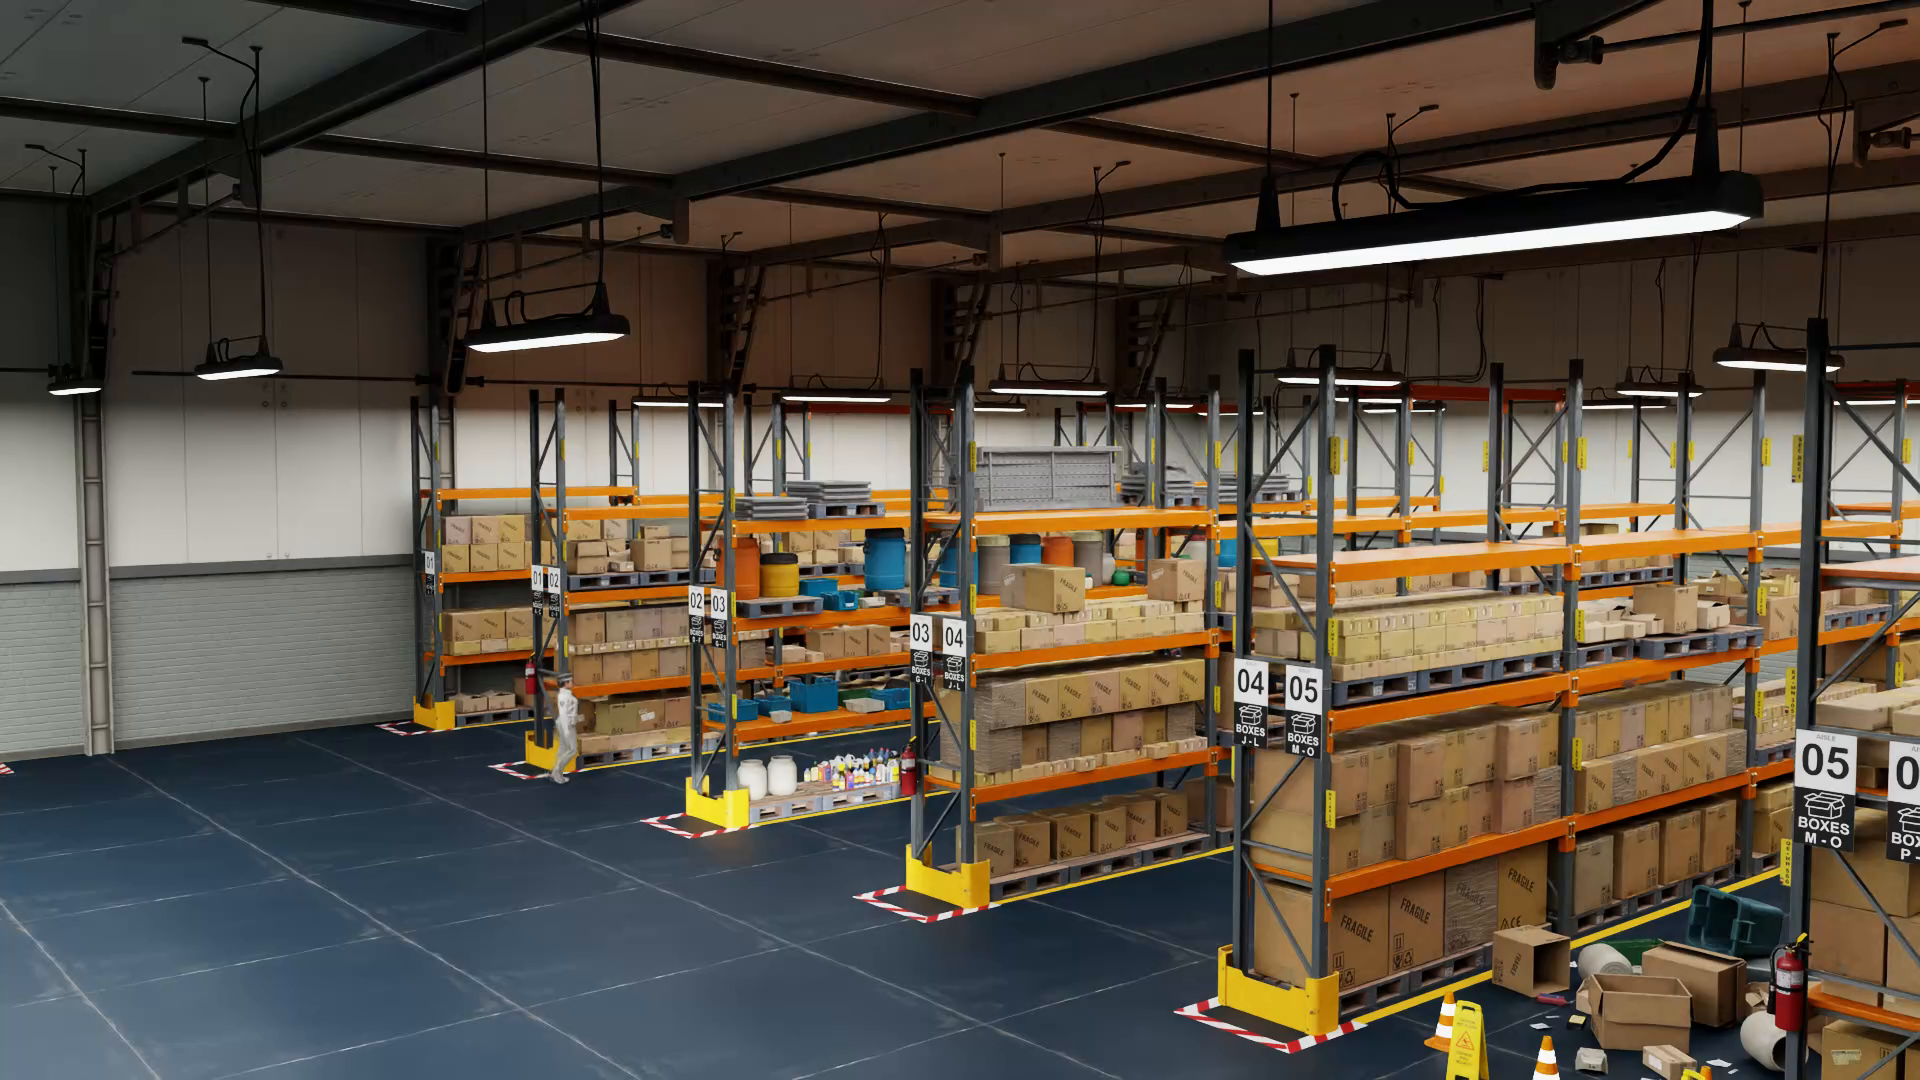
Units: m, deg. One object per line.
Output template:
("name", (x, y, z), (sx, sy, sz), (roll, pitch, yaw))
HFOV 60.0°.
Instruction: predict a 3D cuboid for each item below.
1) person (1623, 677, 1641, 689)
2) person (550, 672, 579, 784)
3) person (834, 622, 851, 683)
("person", (10.492, 2.818, 25.579), (0.709, 1.685, 0.717), (-2, 4, -30))
("person", (-5.993, 2.839, 25.189), (0.442, 1.657, 0.589), (0, 3, -4))
("person", (-2.388, 2.340, 32.967), (0.564, 1.724, 1.064), (2, 4, 34))
